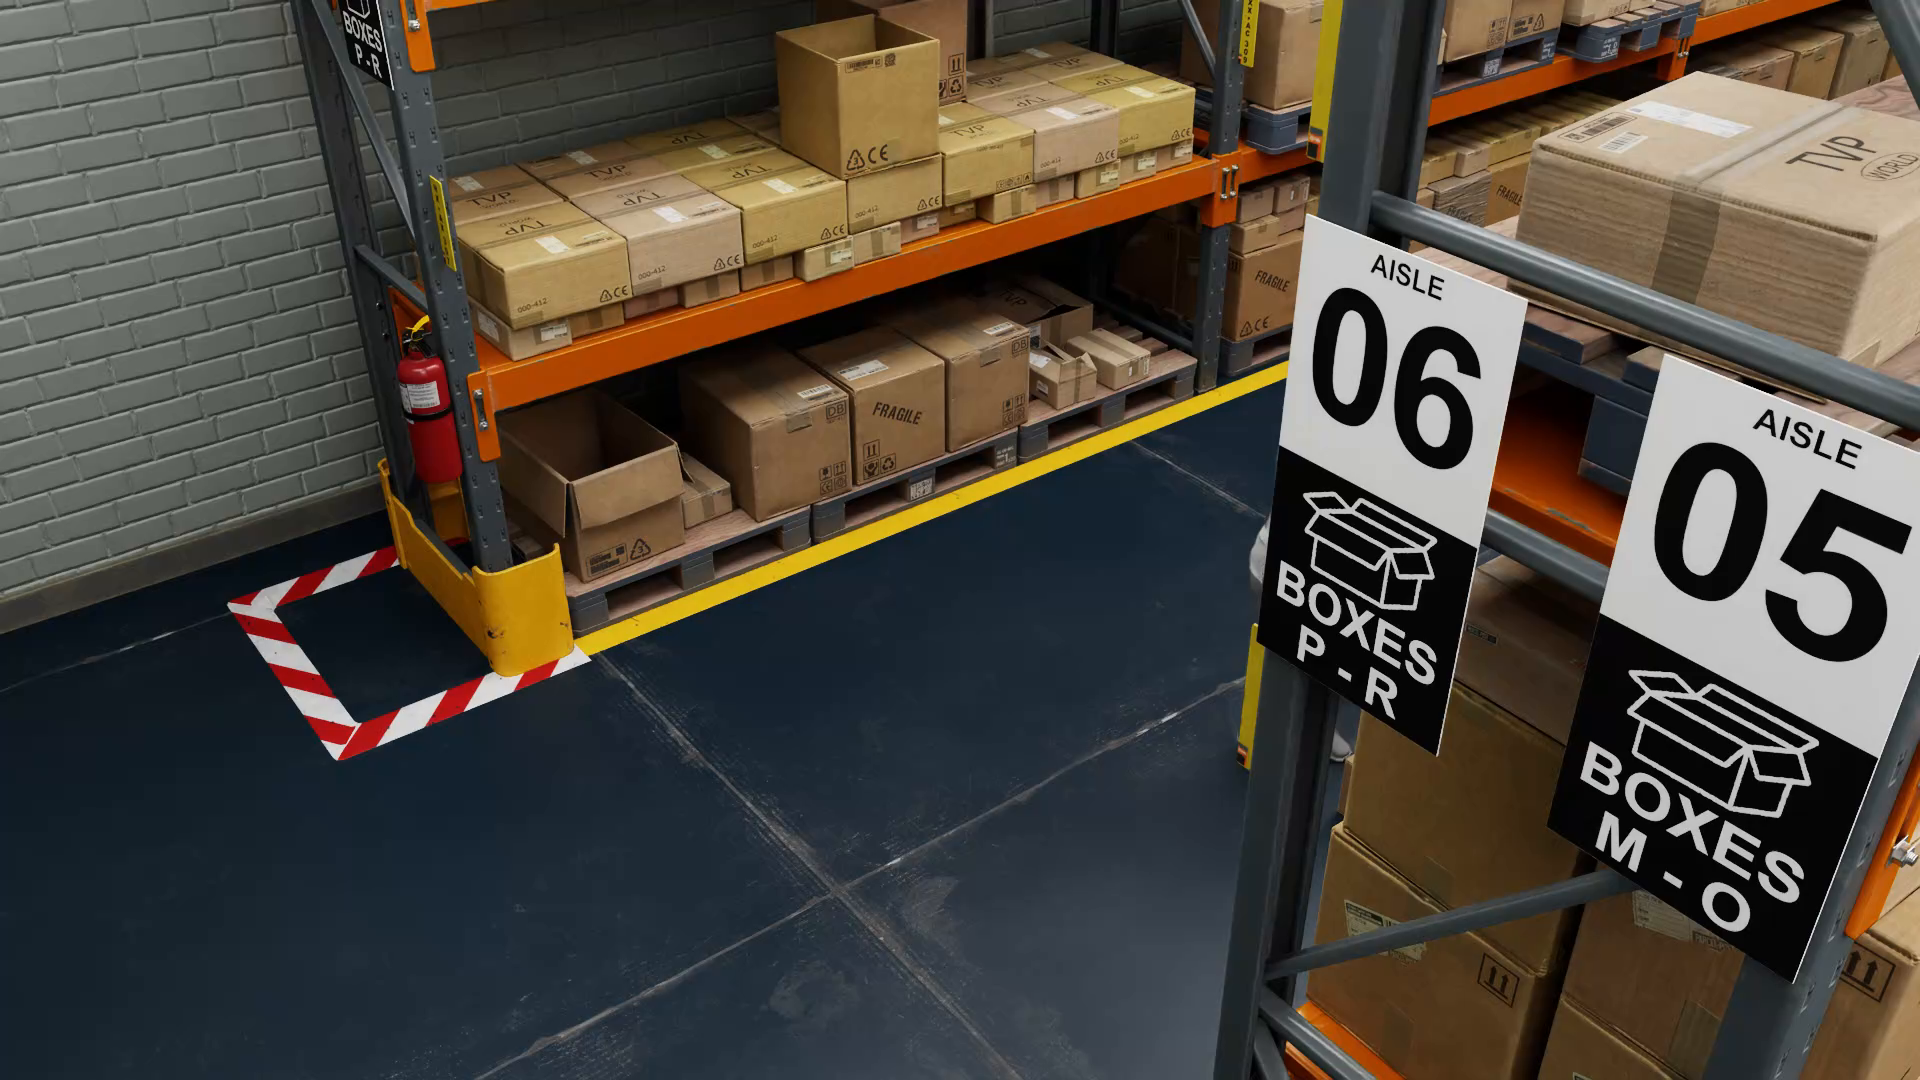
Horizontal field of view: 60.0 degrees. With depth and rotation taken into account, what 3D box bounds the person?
[{"bbox_3d":[1.325,0.166,5.982,0.476,1.563,0.541,-22,38,-30],"label":"person"}]
